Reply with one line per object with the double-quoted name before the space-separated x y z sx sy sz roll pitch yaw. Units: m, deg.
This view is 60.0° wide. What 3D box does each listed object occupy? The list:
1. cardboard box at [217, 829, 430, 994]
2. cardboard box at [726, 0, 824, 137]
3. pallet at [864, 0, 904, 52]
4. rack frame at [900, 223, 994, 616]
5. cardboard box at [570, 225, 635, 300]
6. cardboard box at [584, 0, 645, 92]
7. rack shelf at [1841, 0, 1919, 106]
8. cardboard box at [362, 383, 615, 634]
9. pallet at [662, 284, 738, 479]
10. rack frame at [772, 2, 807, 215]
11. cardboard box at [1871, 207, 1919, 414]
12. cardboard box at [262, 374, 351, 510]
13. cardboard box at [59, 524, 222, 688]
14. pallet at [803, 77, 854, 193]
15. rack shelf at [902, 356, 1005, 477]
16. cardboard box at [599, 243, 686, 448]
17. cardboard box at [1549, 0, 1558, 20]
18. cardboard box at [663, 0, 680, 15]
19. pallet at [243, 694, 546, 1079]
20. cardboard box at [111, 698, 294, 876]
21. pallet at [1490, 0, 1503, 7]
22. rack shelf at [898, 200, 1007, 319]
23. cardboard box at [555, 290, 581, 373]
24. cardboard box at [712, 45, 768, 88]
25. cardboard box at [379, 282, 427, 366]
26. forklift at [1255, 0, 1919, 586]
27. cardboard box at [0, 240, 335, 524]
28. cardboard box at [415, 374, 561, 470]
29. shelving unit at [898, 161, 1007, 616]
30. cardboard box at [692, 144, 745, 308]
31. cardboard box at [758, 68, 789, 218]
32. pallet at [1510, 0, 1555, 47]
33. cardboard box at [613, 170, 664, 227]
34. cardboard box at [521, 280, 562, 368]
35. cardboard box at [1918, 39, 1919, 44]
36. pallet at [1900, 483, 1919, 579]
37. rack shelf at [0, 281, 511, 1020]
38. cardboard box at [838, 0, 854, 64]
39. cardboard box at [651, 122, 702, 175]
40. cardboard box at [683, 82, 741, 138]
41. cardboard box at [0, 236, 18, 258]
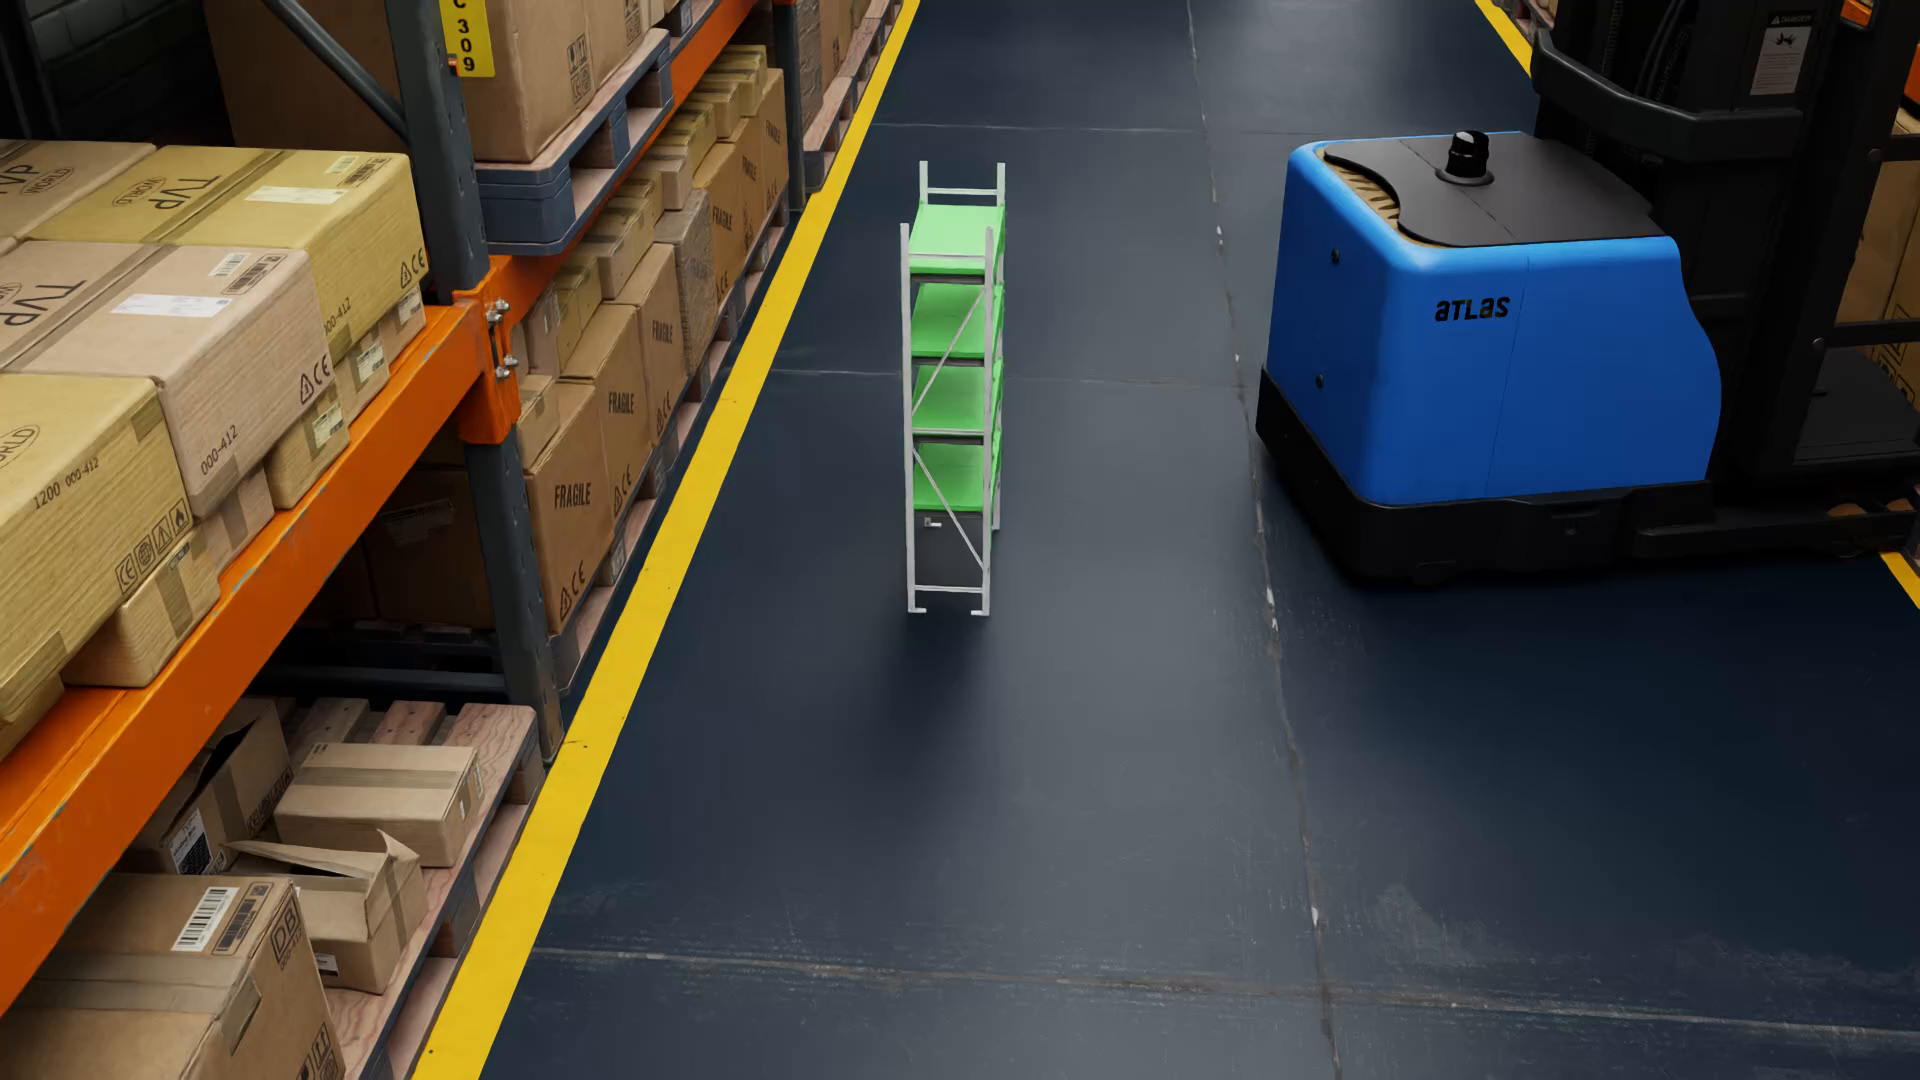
"cardboard box" -1.330 0.730 3.411 0.396 0.266 0.258 4 32 6
"cardboard box" -1.158 -2.330 8.035 0.875 0.625 0.625 3 32 6
"pallet" -0.918 -3.354 10.492 1.003 0.211 1.213 2 32 4
"rack frame" -0.033 -0.297 4.588 0.240 1.200 0.015 2 32 4
"cardboard box" -1.233 -0.868 5.164 0.380 0.149 0.250 2 32 4
"cardboard box" -1.244 -1.481 4.298 0.700 0.500 0.500 3 32 5
"rack shelf" 3.562 -1.275 5.145 1.077 0.370 4.000 2 32 4
"cardboard box" -1.285 -0.103 4.541 0.500 0.500 0.500 4 32 6
"pallet" -1.423 -0.625 6.063 1.003 0.211 1.213 2 32 4
"rack frame" -1.223 -2.837 6.994 1.000 3.000 0.127 2 32 4
"cardboard box" 3.436 -0.610 5.005 0.875 0.875 0.875 3 32 5
"cardboard box" -1.319 -0.187 2.933 0.380 0.149 0.250 3 32 5
"cardboard box" -1.360 0.084 2.494 0.380 0.149 0.250 2 32 3
"pallet" -1.117 -2.079 8.422 1.003 0.211 1.213 2 32 4
"rack shelf" -0.013 -0.370 4.828 0.258 0.148 0.480 2 32 4
"cardboard box" -1.206 -0.643 5.416 0.500 0.500 0.500 2 32 3
"cardboard box" 3.955 -3.128 9.571 0.950 0.372 0.625 4 32 7
"cardboard box" -1.180 -1.891 4.964 0.700 0.500 0.500 2 32 4
"pallet" -1.605 0.801 3.749 1.003 0.211 1.213 2 32 4
"cardboard box" -1.838 0.556 3.651 0.500 0.311 0.500 4 32 6
"pallet" 4.070 -3.884 11.351 1.003 0.211 1.213 2 32 4
"rack shelf" -0.013 -0.778 4.576 0.258 0.148 0.480 2 32 4
"cardboard box" -1.299 -0.595 4.721 0.380 0.149 0.250 1 32 1
"cardboard box" -1.010 -1.959 6.933 0.380 0.149 0.250 1 32 2
"cardboard box" -1.323 -0.461 3.378 0.380 0.149 0.250 3 32 5
"forklift" 2.581 -1.463 4.829 3.031 2.935 1.130 -5 32 -8
"cardboard box" -1.373 -0.269 2.686 0.500 0.250 0.500 3 32 4
"cardboard box" -1.254 -0.312 4.262 0.380 0.149 0.250 4 32 6
"shelving unit" -0.013 -0.424 4.795 0.258 1.200 0.503 2 32 4
"cardboard box" -1.134 -1.186 6.298 0.500 0.500 0.500 4 32 6
"cardboard box" -1.043 -1.721 7.166 0.500 0.500 0.500 3 32 5
"pallet" 3.989 -3.124 10.118 1.003 0.211 1.213 2 32 4
"cardboard box" -1.217 -1.140 5.605 0.380 0.149 0.250 3 32 4
"cardboard box" -1.281 -0.577 4.407 0.380 0.149 0.250 1 32 2
"cardboard box" 3.361 -1.774 5.413 0.500 0.250 0.500 3 32 6
"pallet" 3.387 0.245 4.651 1.003 0.211 1.213 2 32 4
"rack shelf" -1.711 0.607 2.092 1.077 0.370 4.000 2 32 4
"cardboard box" -1.058 -3.024 9.162 0.875 0.625 0.625 1 32 2
"cardboard box" -1.154 -1.412 6.046 0.380 0.149 0.250 2 32 3
"cardboard box" -1.067 -1.679 6.479 0.380 0.149 0.250 1 32 2
"cardboard box" -1.892 -0.298 2.734 0.500 0.250 0.500 2 32 4
